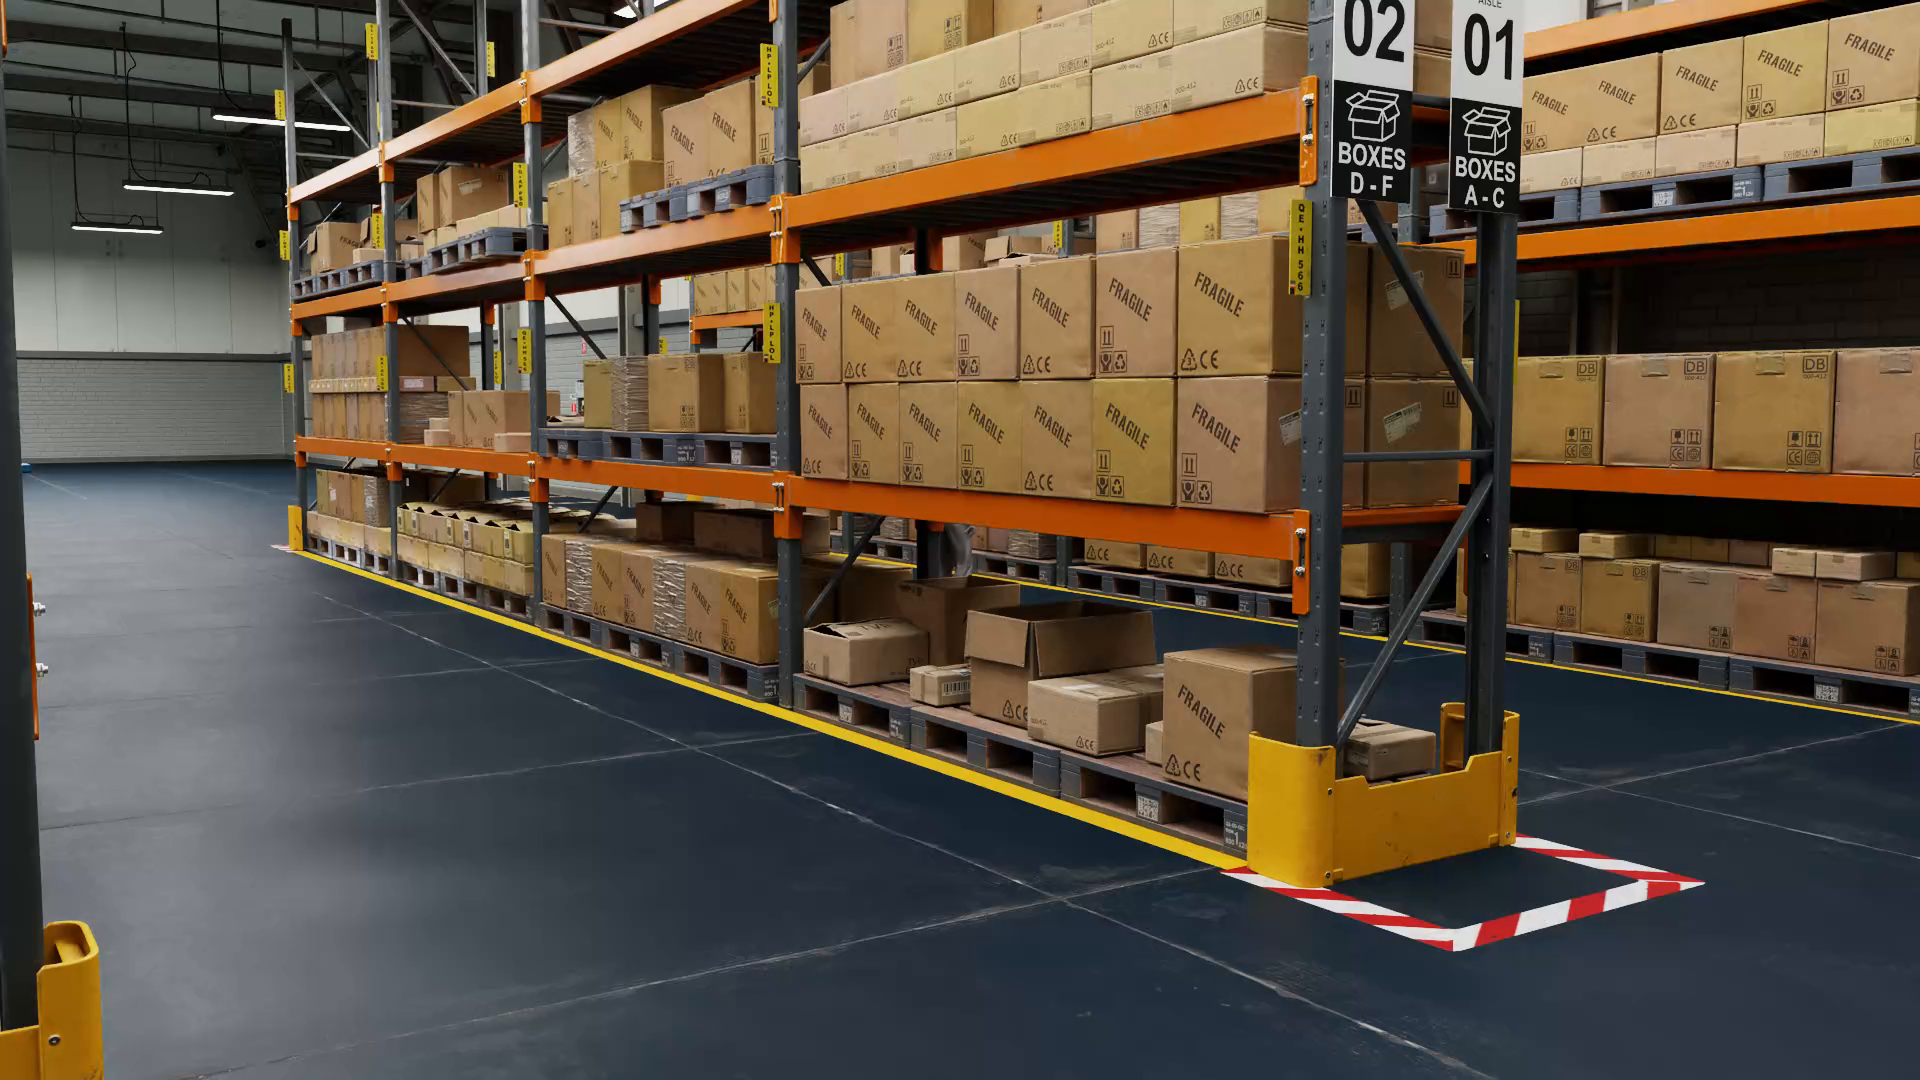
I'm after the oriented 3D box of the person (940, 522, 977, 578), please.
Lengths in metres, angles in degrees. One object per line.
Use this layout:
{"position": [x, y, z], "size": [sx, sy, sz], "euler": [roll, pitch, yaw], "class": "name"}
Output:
{"position": [-0.065, -0.178, 12.698], "size": [0.375, 1.662, 0.541], "euler": [-4, 6, -37], "class": "person"}
